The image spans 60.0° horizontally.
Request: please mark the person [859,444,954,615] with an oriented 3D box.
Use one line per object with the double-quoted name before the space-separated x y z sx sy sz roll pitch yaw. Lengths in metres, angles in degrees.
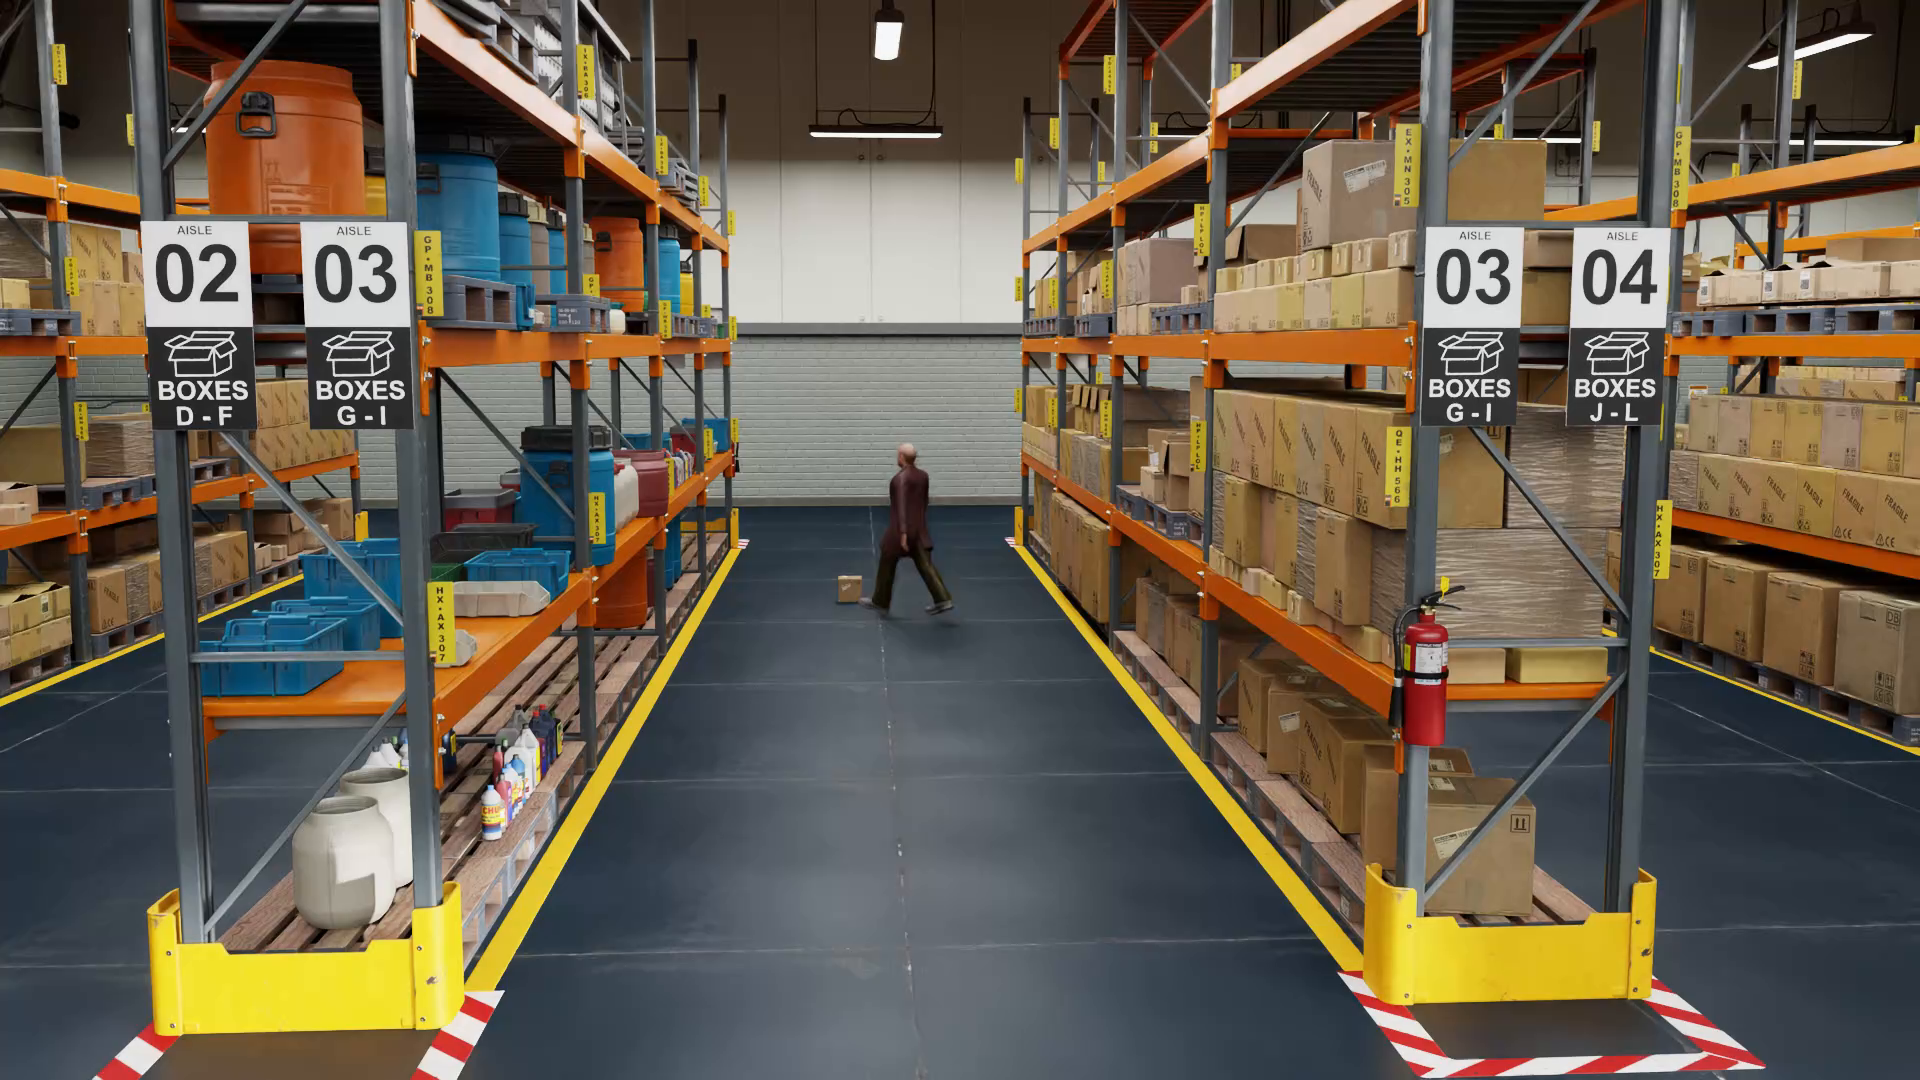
"person" -0.509 -0.102 16.725 1.147 1.737 0.602 6 9 41
